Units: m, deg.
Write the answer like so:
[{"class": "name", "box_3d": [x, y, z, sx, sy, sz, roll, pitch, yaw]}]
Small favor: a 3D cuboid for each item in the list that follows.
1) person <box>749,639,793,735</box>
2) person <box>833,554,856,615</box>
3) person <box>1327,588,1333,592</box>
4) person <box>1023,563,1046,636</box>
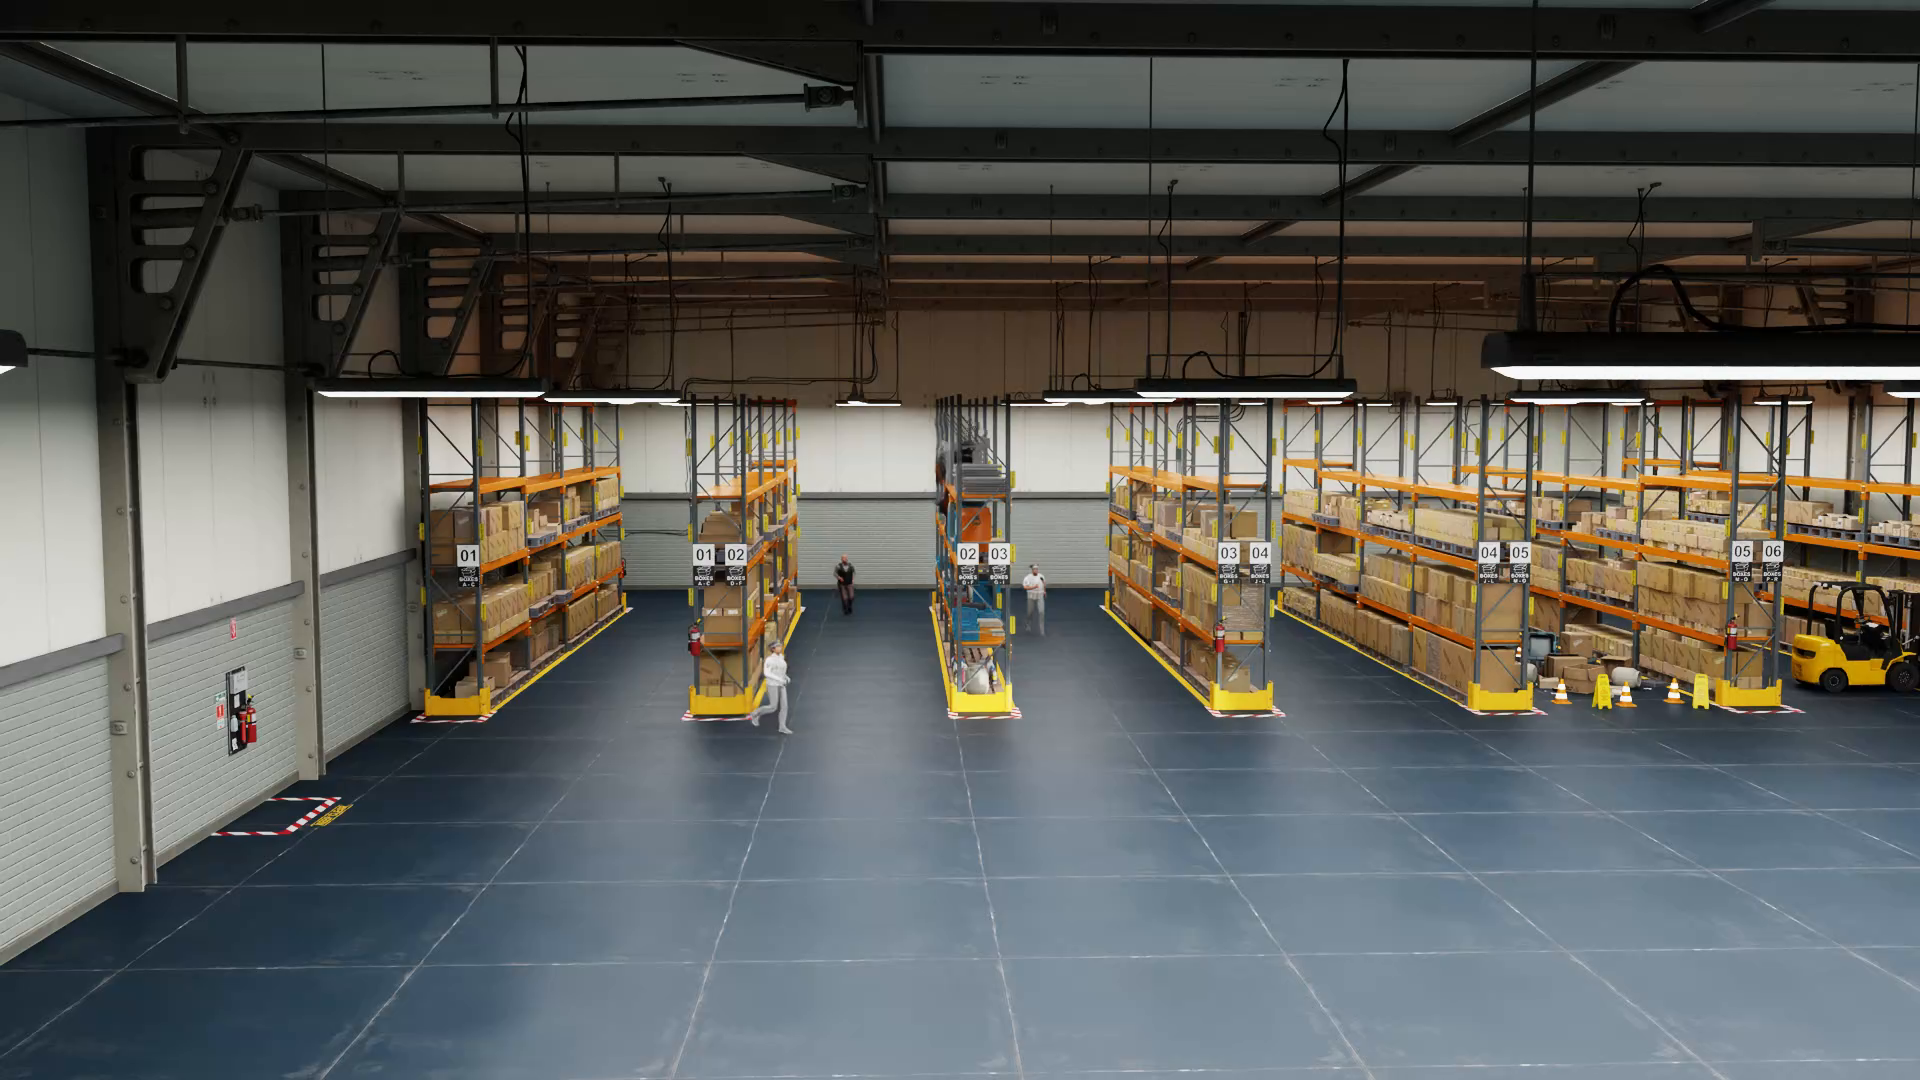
[{"class": "person", "box_3d": [-3.304, 2.580, 29.454, 0.810, 1.696, 0.625, 2, 5, 26]}, {"class": "person", "box_3d": [-3.181, 1.245, 46.195, 0.666, 1.686, 0.576, -1, 5, -15]}, {"class": "person", "box_3d": [10.914, 1.065, 48.237, 0.767, 1.805, 0.756, -2, 5, -28]}, {"class": "person", "box_3d": [1.912, 1.497, 42.340, 0.645, 1.829, 0.891, -1, 5, -11]}]
